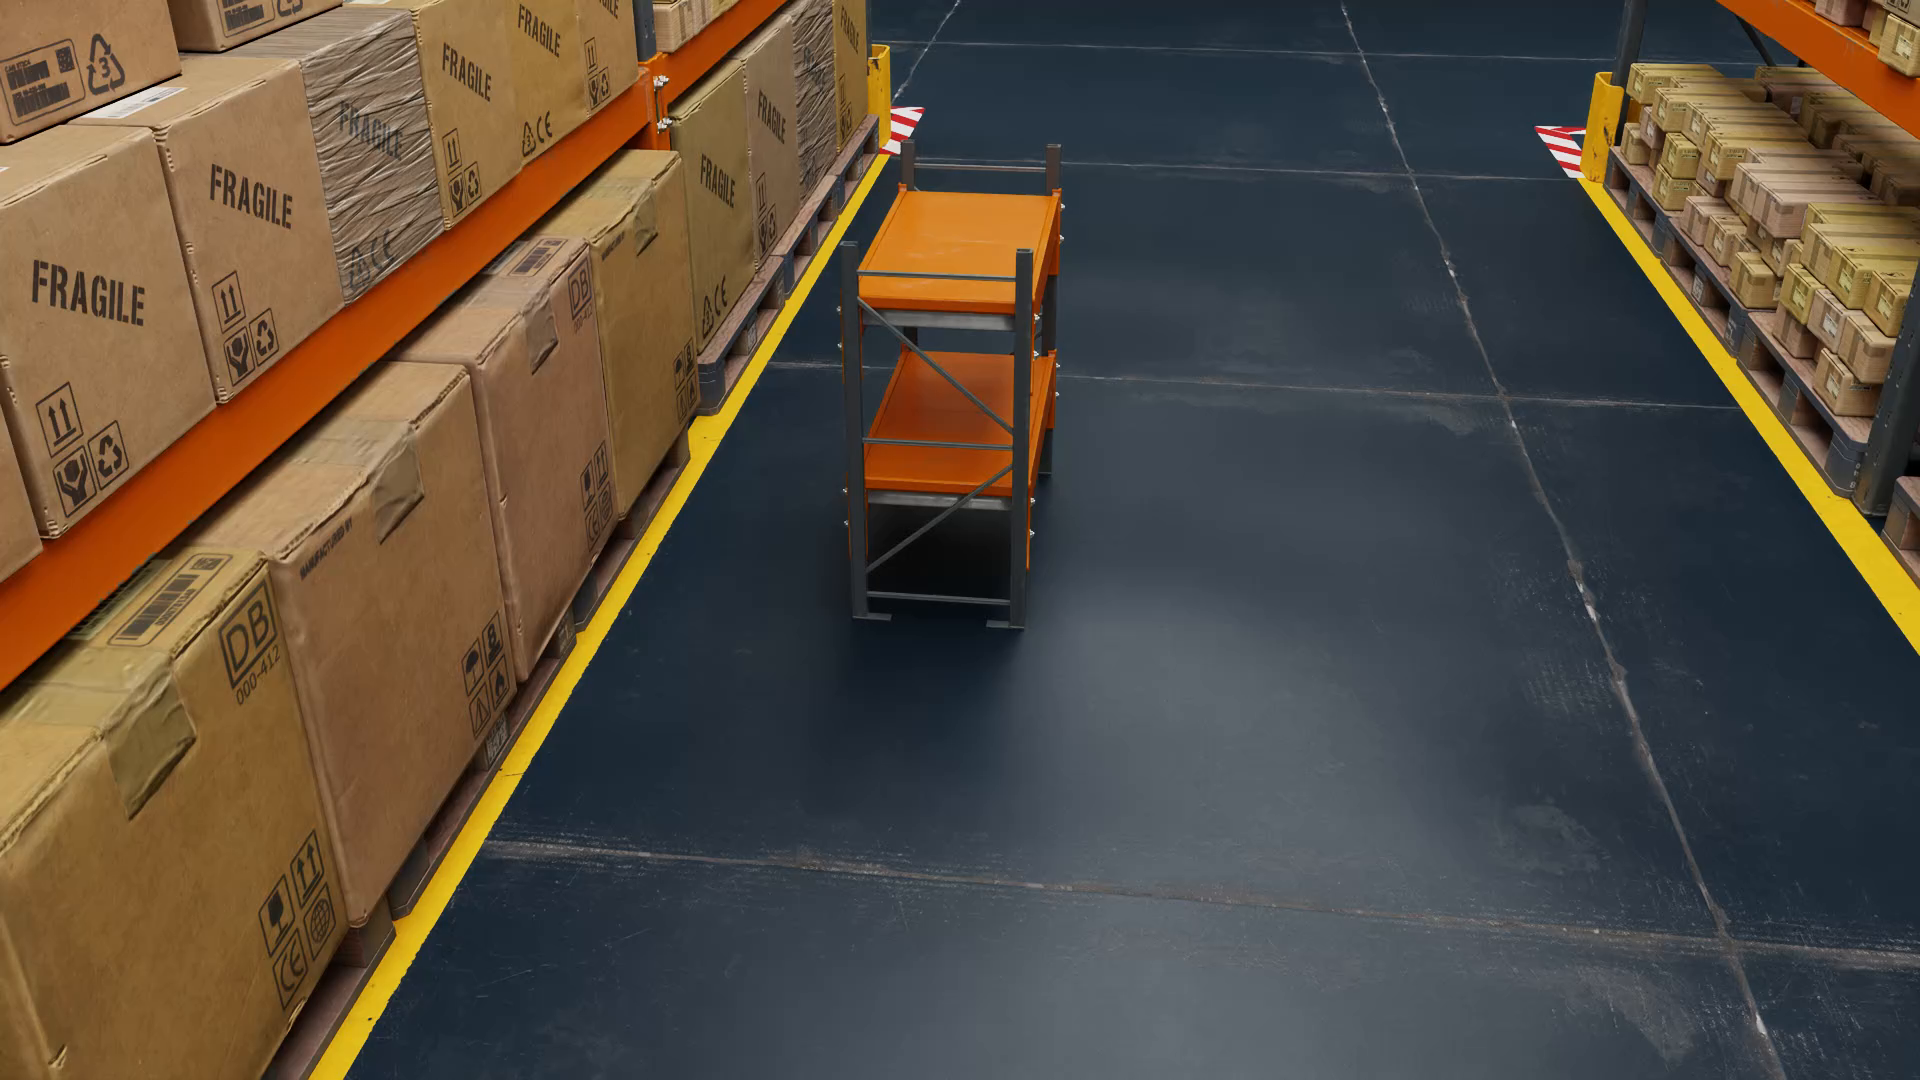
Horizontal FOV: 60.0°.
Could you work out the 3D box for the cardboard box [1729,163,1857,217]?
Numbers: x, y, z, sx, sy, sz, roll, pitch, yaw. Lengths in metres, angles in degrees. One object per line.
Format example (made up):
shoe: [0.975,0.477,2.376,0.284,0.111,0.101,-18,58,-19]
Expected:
cardboard box: [3.300,-1.386,6.595,0.380,0.149,0.250,2,28,4]

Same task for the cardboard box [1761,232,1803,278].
cardboard box: [3.327,-1.109,6.396,0.380,0.149,0.250,4,29,7]

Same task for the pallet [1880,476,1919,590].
pallet: [3.334,0.201,4.654,1.003,0.211,1.213,3,28,6]

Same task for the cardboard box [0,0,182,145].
cardboard box: [-1.784,-0.981,2.746,0.797,0.503,0.637,4,29,7]

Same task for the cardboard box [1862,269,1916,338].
cardboard box: [3.213,-0.767,5.448,0.380,0.149,0.250,4,29,8]

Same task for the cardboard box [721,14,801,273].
cardboard box: [-1.212,-1.708,7.055,0.875,0.875,0.875,3,28,6]

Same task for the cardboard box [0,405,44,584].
cardboard box: [-1.643,-0.103,2.173,0.500,0.500,0.500,4,29,8]

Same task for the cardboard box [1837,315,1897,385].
cardboard box: [3.151,-0.621,5.489,0.380,0.149,0.250,4,29,7]

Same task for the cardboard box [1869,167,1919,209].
cardboard box: [3.823,-1.355,6.539,0.380,0.149,0.250,2,28,4]

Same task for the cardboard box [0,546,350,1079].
cardboard box: [-1.867,0.581,2.807,1.225,0.875,0.875,2,28,4]

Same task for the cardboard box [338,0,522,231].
cardboard box: [-1.393,-1.058,3.946,0.500,0.500,0.500,3,28,6]

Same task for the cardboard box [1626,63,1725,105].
cardboard box: [3.516,-2.241,8.182,0.380,0.149,0.250,2,28,4]

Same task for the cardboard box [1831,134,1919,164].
cardboard box: [3.896,-1.594,6.982,0.380,0.149,0.250,2,28,4]

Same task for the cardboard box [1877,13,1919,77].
cardboard box: [3.154,-1.558,5.244,0.380,0.149,0.250,3,28,5]

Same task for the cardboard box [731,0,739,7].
cardboard box: [-1.022,-2.110,6.268,0.380,0.149,0.250,3,28,5]

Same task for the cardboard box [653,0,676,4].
cardboard box: [-1.165,-2.000,5.644,0.500,0.250,0.500,3,28,5]

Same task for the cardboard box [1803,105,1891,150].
cardboard box: [4.016,-1.841,7.441,0.380,0.149,0.250,2,28,4]

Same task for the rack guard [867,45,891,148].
rack guard: [-0.989,-2.523,9.405,1.175,0.500,0.348,3,28,6]

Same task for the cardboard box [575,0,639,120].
cardboard box: [-1.269,-1.537,4.835,0.500,0.500,0.500,3,29,6]

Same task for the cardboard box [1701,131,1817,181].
cardboard box: [3.375,-1.620,7.030,0.380,0.149,0.250,4,29,7]

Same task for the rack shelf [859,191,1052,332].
rack shelf: [0.001,-0.821,4.816,0.459,0.093,0.952,3,28,6]

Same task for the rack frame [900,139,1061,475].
rack frame: [0.063,-0.738,5.433,0.500,1.125,0.032,3,28,6]

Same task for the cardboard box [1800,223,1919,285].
cardboard box: [3.228,-1.008,5.893,0.380,0.149,0.250,3,28,6]

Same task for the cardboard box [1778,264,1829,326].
cardboard box: [3.187,-0.876,5.962,0.380,0.149,0.250,2,28,4]

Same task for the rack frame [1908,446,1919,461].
rack frame: [3.424,-1.393,4.673,0.949,2.616,0.053,3,28,6]

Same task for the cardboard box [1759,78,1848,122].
cardboard box: [4.017,-2.089,7.900,0.380,0.149,0.250,4,29,7]

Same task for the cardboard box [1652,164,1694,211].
cardboard box: [3.421,-1.618,7.655,0.380,0.149,0.250,4,29,7]

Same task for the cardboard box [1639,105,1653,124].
cardboard box: [3.599,-2.105,8.244,0.380,0.149,0.250,5,29,8]

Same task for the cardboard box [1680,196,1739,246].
cardboard box: [3.368,-1.381,7.213,0.380,0.149,0.250,2,28,4]

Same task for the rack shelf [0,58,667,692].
rack shelf: [-1.728,-0.471,3.720,1.077,0.370,4.000,3,28,6]

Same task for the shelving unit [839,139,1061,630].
shelving unit: [0.001,-0.498,4.989,0.538,1.125,1.048,3,28,6]

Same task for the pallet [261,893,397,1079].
pallet: [-1.801,1.015,3.144,1.003,0.211,1.213,3,28,6]

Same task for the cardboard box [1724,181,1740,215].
cardboard box: [3.498,-1.484,7.091,0.380,0.149,0.250,5,29,9]

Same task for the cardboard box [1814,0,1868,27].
cardboard box: [3.305,-1.930,5.935,0.380,0.149,0.250,2,28,4]

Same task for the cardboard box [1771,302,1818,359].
cardboard box: [3.221,-0.773,6.085,0.380,0.149,0.250,2,28,5]

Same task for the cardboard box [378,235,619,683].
cardboard box: [-1.650,-0.255,4.359,1.225,0.875,0.875,2,28,4]

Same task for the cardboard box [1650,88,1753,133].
cardboard box: [3.444,-1.993,7.722,0.380,0.149,0.250,3,28,6]

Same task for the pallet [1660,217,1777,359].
pallet: [3.622,-1.059,6.994,1.003,0.211,1.213,3,28,6]

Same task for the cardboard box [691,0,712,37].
cardboard box: [-1.084,-1.862,5.808,0.380,0.149,0.250,2,28,5]
